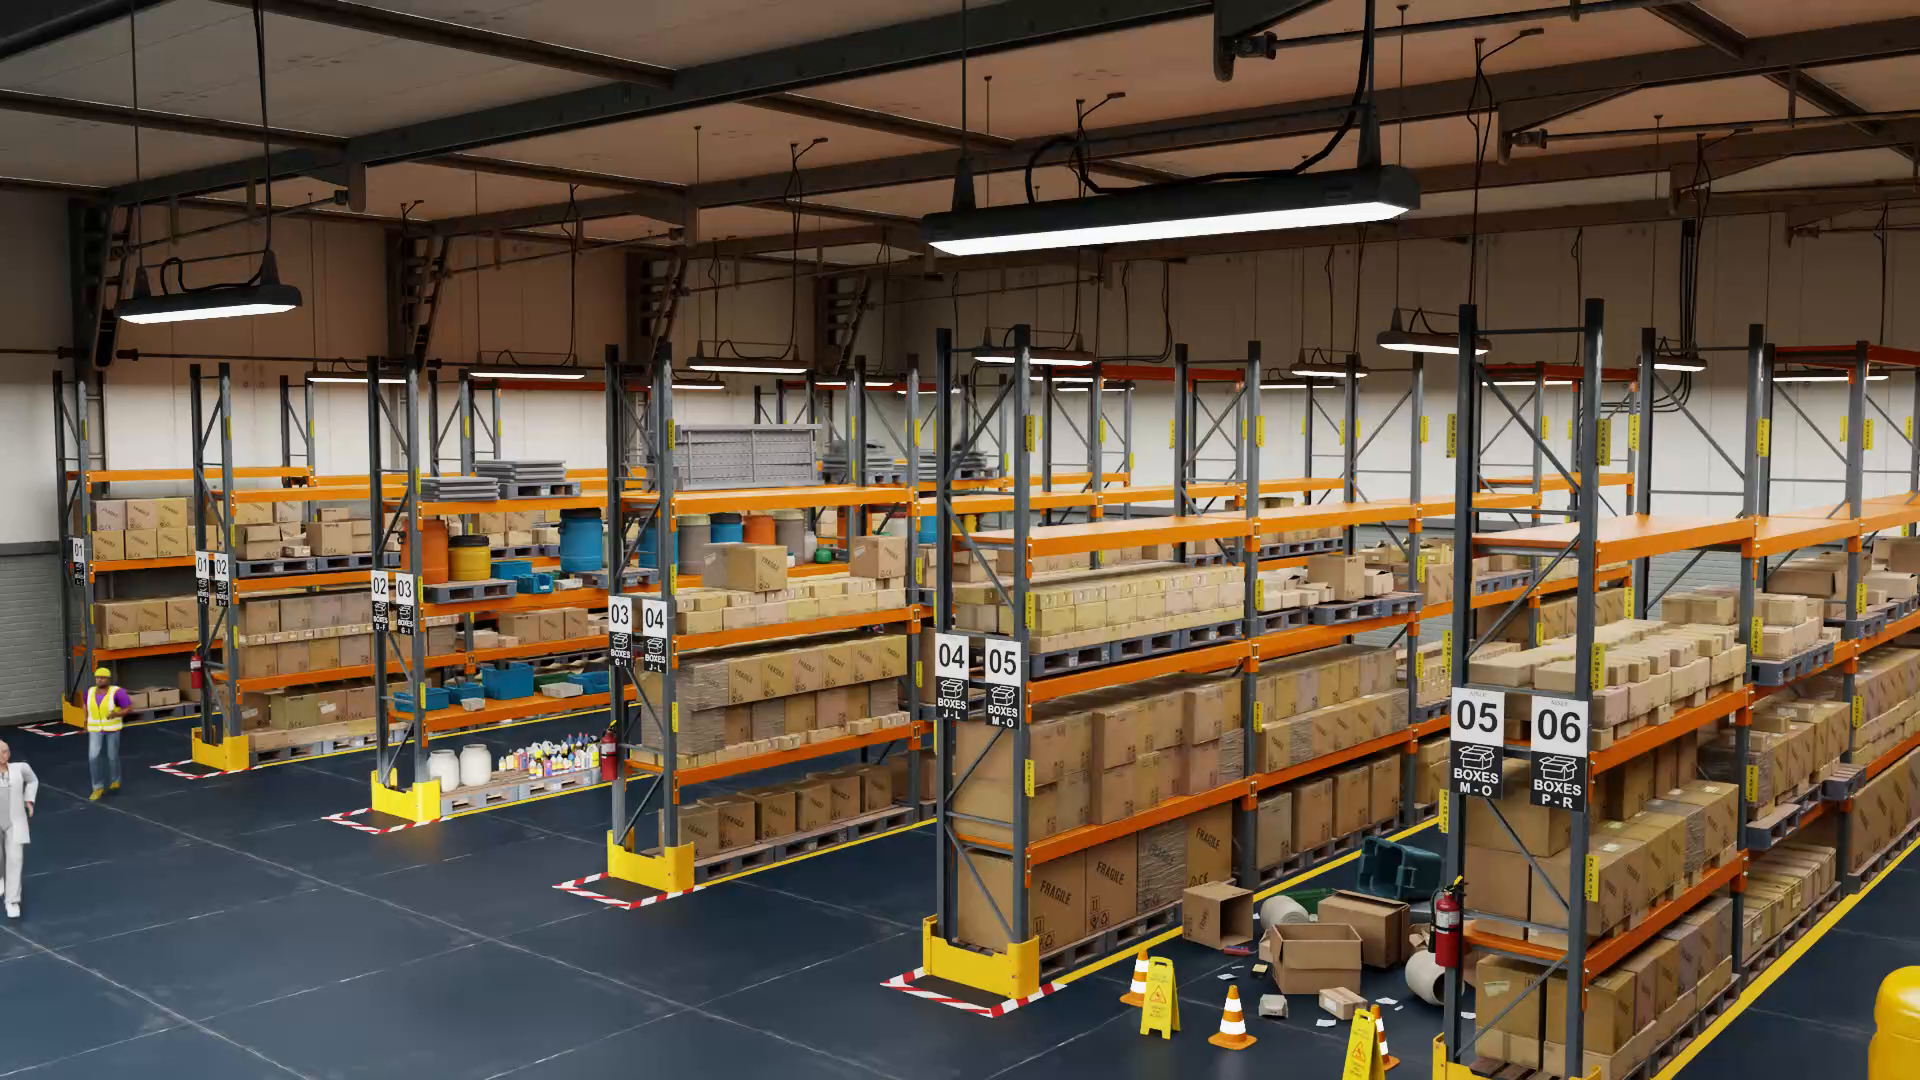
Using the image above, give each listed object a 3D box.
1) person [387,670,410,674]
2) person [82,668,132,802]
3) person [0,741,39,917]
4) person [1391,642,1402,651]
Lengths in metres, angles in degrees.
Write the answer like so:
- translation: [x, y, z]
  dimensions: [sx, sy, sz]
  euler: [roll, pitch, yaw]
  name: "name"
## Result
- translation: [-9.729, 2.294, 28.915]
  dimensions: [0.615, 1.609, 0.587]
  euler: [3, 5, 38]
  name: "person"
- translation: [-11.713, 2.650, 22.821]
  dimensions: [0.678, 1.828, 0.775]
  euler: [-1, 4, -15]
  name: "person"
- translation: [-10.057, 3.002, 17.487]
  dimensions: [0.708, 1.756, 1.047]
  euler: [-3, 5, -34]
  name: "person"
- translation: [6.744, 2.455, 25.777]
  dimensions: [0.702, 1.738, 0.640]
  euler: [-4, 6, -44]
  name: "person"
